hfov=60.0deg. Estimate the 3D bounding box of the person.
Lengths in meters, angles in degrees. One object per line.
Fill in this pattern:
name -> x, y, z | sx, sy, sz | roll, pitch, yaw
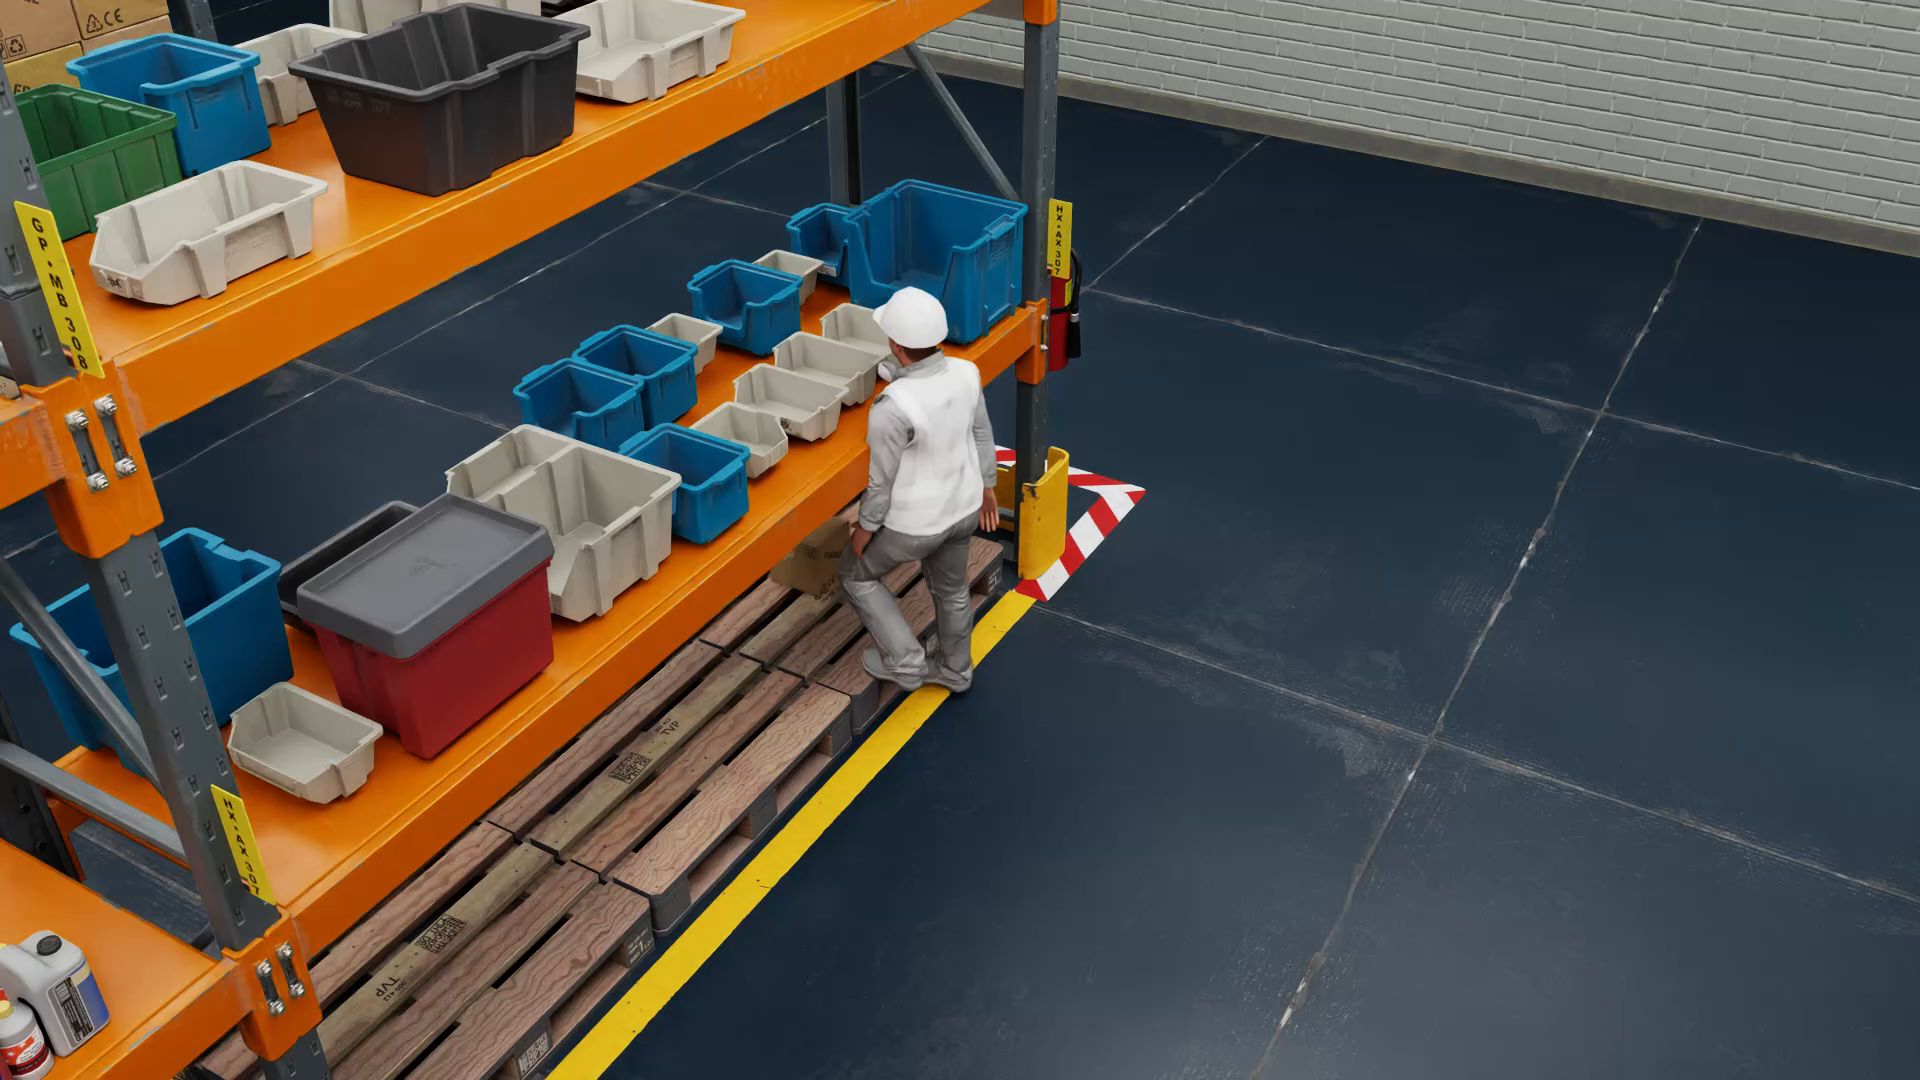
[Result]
person -> -0.179, -0.138, 6.286 | 0.486, 1.790, 0.572 | 27, 42, 34
